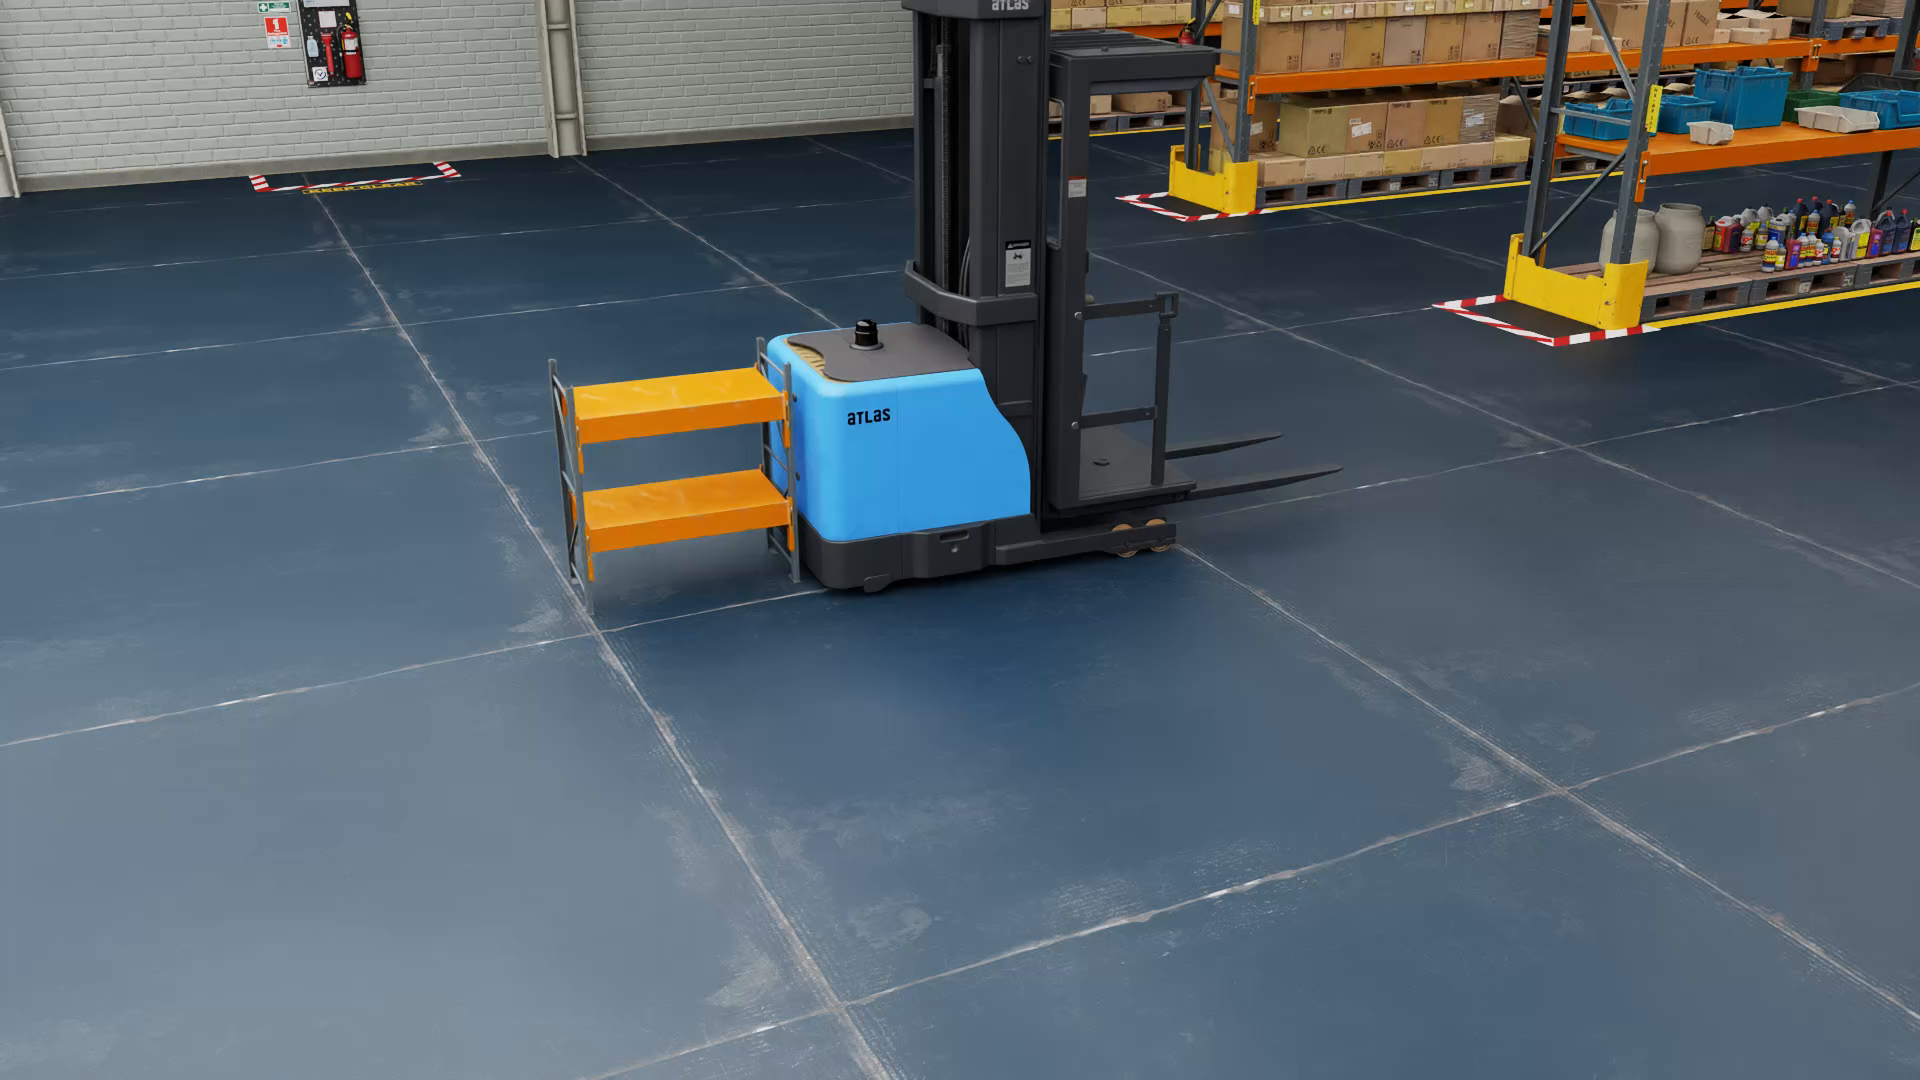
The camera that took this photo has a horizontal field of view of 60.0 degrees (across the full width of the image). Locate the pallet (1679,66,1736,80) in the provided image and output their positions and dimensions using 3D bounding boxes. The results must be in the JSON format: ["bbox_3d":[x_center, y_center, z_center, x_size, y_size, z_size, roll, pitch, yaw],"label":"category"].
[{"bbox_3d":[11.990,-7.381,26.306,1.213,0.211,1.003,-10,25,-24],"label":"pallet"}]

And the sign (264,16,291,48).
[{"bbox_3d":[-7.478,-5.563,18.220,0.234,0.329,0.001,-10,25,-24],"label":"sign"}]

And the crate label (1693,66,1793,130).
[{"bbox_3d":[6.296,-3.581,13.432,0.616,0.435,0.502,-10,25,-24],"label":"crate label"}]

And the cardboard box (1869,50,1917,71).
[{"bbox_3d":[11.980,-6.097,21.269,0.500,0.250,0.500,-10,25,-24],"label":"cardboard box"}]

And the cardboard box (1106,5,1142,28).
[{"bbox_3d":[1.959,-6.665,21.100,0.500,0.250,0.500,-11,25,-24],"label":"cardboard box"}]

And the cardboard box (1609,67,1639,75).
[{"bbox_3d":[9.942,-7.470,25.137,0.750,0.750,0.750,-10,24,-22],"label":"cardboard box"}]

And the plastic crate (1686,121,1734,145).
[{"bbox_3d":[5.701,-3.082,12.618,0.250,0.136,0.298,-10,25,-24],"label":"plastic crate"}]

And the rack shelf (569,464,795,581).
[{"bbox_3d":[-1.371,-0.096,8.150,1.000,0.278,0.538,-9,24,-20],"label":"rack shelf"}]

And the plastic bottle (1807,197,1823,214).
[{"bbox_3d":[7.452,-2.818,14.524,0.185,0.351,0.144,-10,24,-22],"label":"plastic bottle"}]

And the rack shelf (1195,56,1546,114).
[{"bbox_3d":[4.412,-4.873,17.541,4.000,0.370,1.077,-10,25,-24],"label":"rack shelf"}]

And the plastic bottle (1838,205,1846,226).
[{"bbox_3d":[7.649,-2.776,14.511,0.133,0.283,0.061,-10,25,-24],"label":"plastic bottle"}]

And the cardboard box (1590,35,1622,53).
[{"bbox_3d":[7.102,-5.498,18.438,0.250,0.149,0.380,-10,25,-24],"label":"cardboard box"}]

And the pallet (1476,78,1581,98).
[{"bbox_3d":[8.410,-6.724,24.717,1.213,0.211,1.003,-10,25,-24],"label":"pallet"}]

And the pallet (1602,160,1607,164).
[{"bbox_3d":[7.962,-4.588,19.558,1.213,0.211,1.003,-10,25,-24],"label":"pallet"}]

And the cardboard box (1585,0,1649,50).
[{"bbox_3d":[7.388,-5.793,18.691,0.500,0.500,0.500,-9,24,-20],"label":"cardboard box"}]

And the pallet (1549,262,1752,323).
[{"bbox_3d":[5.538,-2.039,13.401,1.213,0.211,1.003,-10,25,-24],"label":"pallet"}]

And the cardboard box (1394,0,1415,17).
[{"bbox_3d":[4.443,-5.465,17.052,0.250,0.149,0.380,-10,25,-23],"label":"cardboard box"}]

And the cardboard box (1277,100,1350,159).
[{"bbox_3d":[3.640,-4.240,17.136,0.500,0.500,0.500,-10,25,-24],"label":"cardboard box"}]

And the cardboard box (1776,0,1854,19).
[{"bbox_3d":[10.337,-6.584,20.054,0.700,0.500,0.500,21,30,41],"label":"cardboard box"}]

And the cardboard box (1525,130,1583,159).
[{"bbox_3d":[6.685,-4.442,18.606,0.500,0.250,0.500,-11,25,-25],"label":"cardboard box"}]

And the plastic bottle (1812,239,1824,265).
[{"bbox_3d":[7.012,-2.360,13.612,0.097,0.201,0.097,0,22,0],"label":"plastic bottle"}]

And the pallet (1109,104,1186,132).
[{"bbox_3d":[2.372,-5.628,22.070,1.213,0.211,1.003,-10,25,-24],"label":"pallet"}]

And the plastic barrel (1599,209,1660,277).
[{"bbox_3d":[5.315,-2.346,13.199,0.421,0.512,0.421,0,22,0],"label":"plastic barrel"}]

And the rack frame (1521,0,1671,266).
[{"bbox_3d":[4.755,-3.166,12.476,0.127,3.000,1.000,-10,25,-24],"label":"rack frame"}]

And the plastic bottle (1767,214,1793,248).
[{"bbox_3d":[6.986,-2.635,14.179,0.135,0.276,0.152,-10,25,-24],"label":"plastic bottle"}]

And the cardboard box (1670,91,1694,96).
[{"bbox_3d":[8.532,-5.040,19.317,0.500,0.311,0.500,-11,25,-24],"label":"cardboard box"}]

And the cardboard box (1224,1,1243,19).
[{"bbox_3d":[2.872,-5.349,16.770,0.250,0.149,0.380,-11,25,-25],"label":"cardboard box"}]

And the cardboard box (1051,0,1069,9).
[{"bbox_3d":[1.019,-6.842,20.547,0.500,0.500,0.500,-10,25,-24],"label":"cardboard box"}]

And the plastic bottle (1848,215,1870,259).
[{"bbox_3d":[7.440,-2.517,13.798,0.185,0.351,0.144,-11,25,-24],"label":"plastic bottle"}]

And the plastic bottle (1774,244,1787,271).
[{"bbox_3d":[6.617,-2.287,13.436,0.097,0.201,0.097,0,22,0],"label":"plastic bottle"}]

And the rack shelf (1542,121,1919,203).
[{"bbox_3d":[6.557,-3.165,13.416,4.000,0.370,1.077,-10,25,-24],"label":"rack shelf"}]

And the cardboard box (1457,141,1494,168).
[{"bbox_3d":[5.437,-4.229,18.090,0.500,0.250,0.500,-10,25,-24],"label":"cardboard box"}]

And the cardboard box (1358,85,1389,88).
[{"bbox_3d":[5.640,-6.594,23.450,0.500,0.500,0.700,-10,25,-23],"label":"cardboard box"}]

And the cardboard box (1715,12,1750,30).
[{"bbox_3d":[8.929,-6.078,19.628,0.500,0.311,0.500,-11,25,-24],"label":"cardboard box"}]

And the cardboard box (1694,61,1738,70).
[{"bbox_3d":[11.989,-7.699,26.145,0.500,0.500,0.700,-10,25,-23],"label":"cardboard box"}]

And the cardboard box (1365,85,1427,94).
[{"bbox_3d":[4.760,-4.672,18.181,0.500,0.500,0.500,-10,25,-24],"label":"cardboard box"}]

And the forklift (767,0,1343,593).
[{"bbox_3d":[0.577,-1.443,8.405,3.031,2.935,1.130,-9,24,-20],"label":"forklift"}]

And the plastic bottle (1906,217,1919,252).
[{"bbox_3d":[8.069,-2.584,14.047,0.133,0.283,0.061,-9,24,-21],"label":"plastic bottle"}]

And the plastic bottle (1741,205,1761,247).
[{"bbox_3d":[6.731,-2.685,14.203,0.185,0.351,0.144,-9,24,-21],"label":"plastic bottle"}]

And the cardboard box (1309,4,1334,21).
[{"bbox_3d":[3.519,-5.296,16.644,0.250,0.149,0.380,-10,25,-23],"label":"cardboard box"}]

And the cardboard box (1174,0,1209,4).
[{"bbox_3d":[2.865,-7.181,21.364,0.500,0.500,0.500,-11,25,-25],"label":"cardboard box"}]

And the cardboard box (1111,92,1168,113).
[{"bbox_3d":[2.317,-5.911,21.802,0.500,0.500,0.700,-12,25,-27],"label":"cardboard box"}]

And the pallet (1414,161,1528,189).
[{"bbox_3d":[5.480,-4.131,18.454,1.213,0.211,1.003,-10,25,-24],"label":"pallet"}]

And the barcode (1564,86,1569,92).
[{"bbox_3d":[6.625,-4.928,18.171,0.075,0.075,0.001,-10,25,-24],"label":"barcode"}]

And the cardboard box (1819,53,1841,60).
[{"bbox_3d":[13.837,-8.040,26.970,0.500,0.500,0.700,-11,25,-24],"label":"cardboard box"}]

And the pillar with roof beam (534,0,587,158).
[{"bbox_3d":[-2.825,-7.287,14.589,0.400,9.000,9.100,-10,25,-24],"label":"pillar with roof beam"}]

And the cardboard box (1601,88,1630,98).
[{"bbox_3d":[7.826,-5.138,19.554,0.500,0.311,0.500,-11,25,-24],"label":"cardboard box"}]

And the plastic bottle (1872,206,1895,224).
[{"bbox_3d":[7.842,-2.652,14.124,0.185,0.351,0.144,-10,25,-24],"label":"plastic bottle"}]

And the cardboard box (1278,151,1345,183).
[{"bbox_3d":[3.639,-3.894,17.281,0.500,0.250,0.500,-10,25,-24],"label":"cardboard box"}]

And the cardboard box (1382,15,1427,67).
[{"bbox_3d":[4.430,-5.251,17.382,0.500,0.500,0.700,-10,24,-22],"label":"cardboard box"}]

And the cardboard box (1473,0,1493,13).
[{"bbox_3d":[5.368,-5.636,17.464,0.250,0.149,0.380,-10,25,-24],"label":"cardboard box"}]

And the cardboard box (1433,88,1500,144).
[{"bbox_3d":[5.436,-4.576,17.948,0.500,0.500,0.500,-10,25,-24],"label":"cardboard box"}]

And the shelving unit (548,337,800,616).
[{"bbox_3d":[-1.371,-0.322,8.056,1.048,1.125,0.538,-9,24,-20],"label":"shelving unit"}]

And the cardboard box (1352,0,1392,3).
[{"bbox_3d":[4.010,-5.774,16.950,0.500,0.500,0.700,-10,25,-23],"label":"cardboard box"}]

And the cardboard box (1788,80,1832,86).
[{"bbox_3d":[10.560,-5.485,20.772,0.500,0.500,0.500,-9,24,-22],"label":"cardboard box"}]
